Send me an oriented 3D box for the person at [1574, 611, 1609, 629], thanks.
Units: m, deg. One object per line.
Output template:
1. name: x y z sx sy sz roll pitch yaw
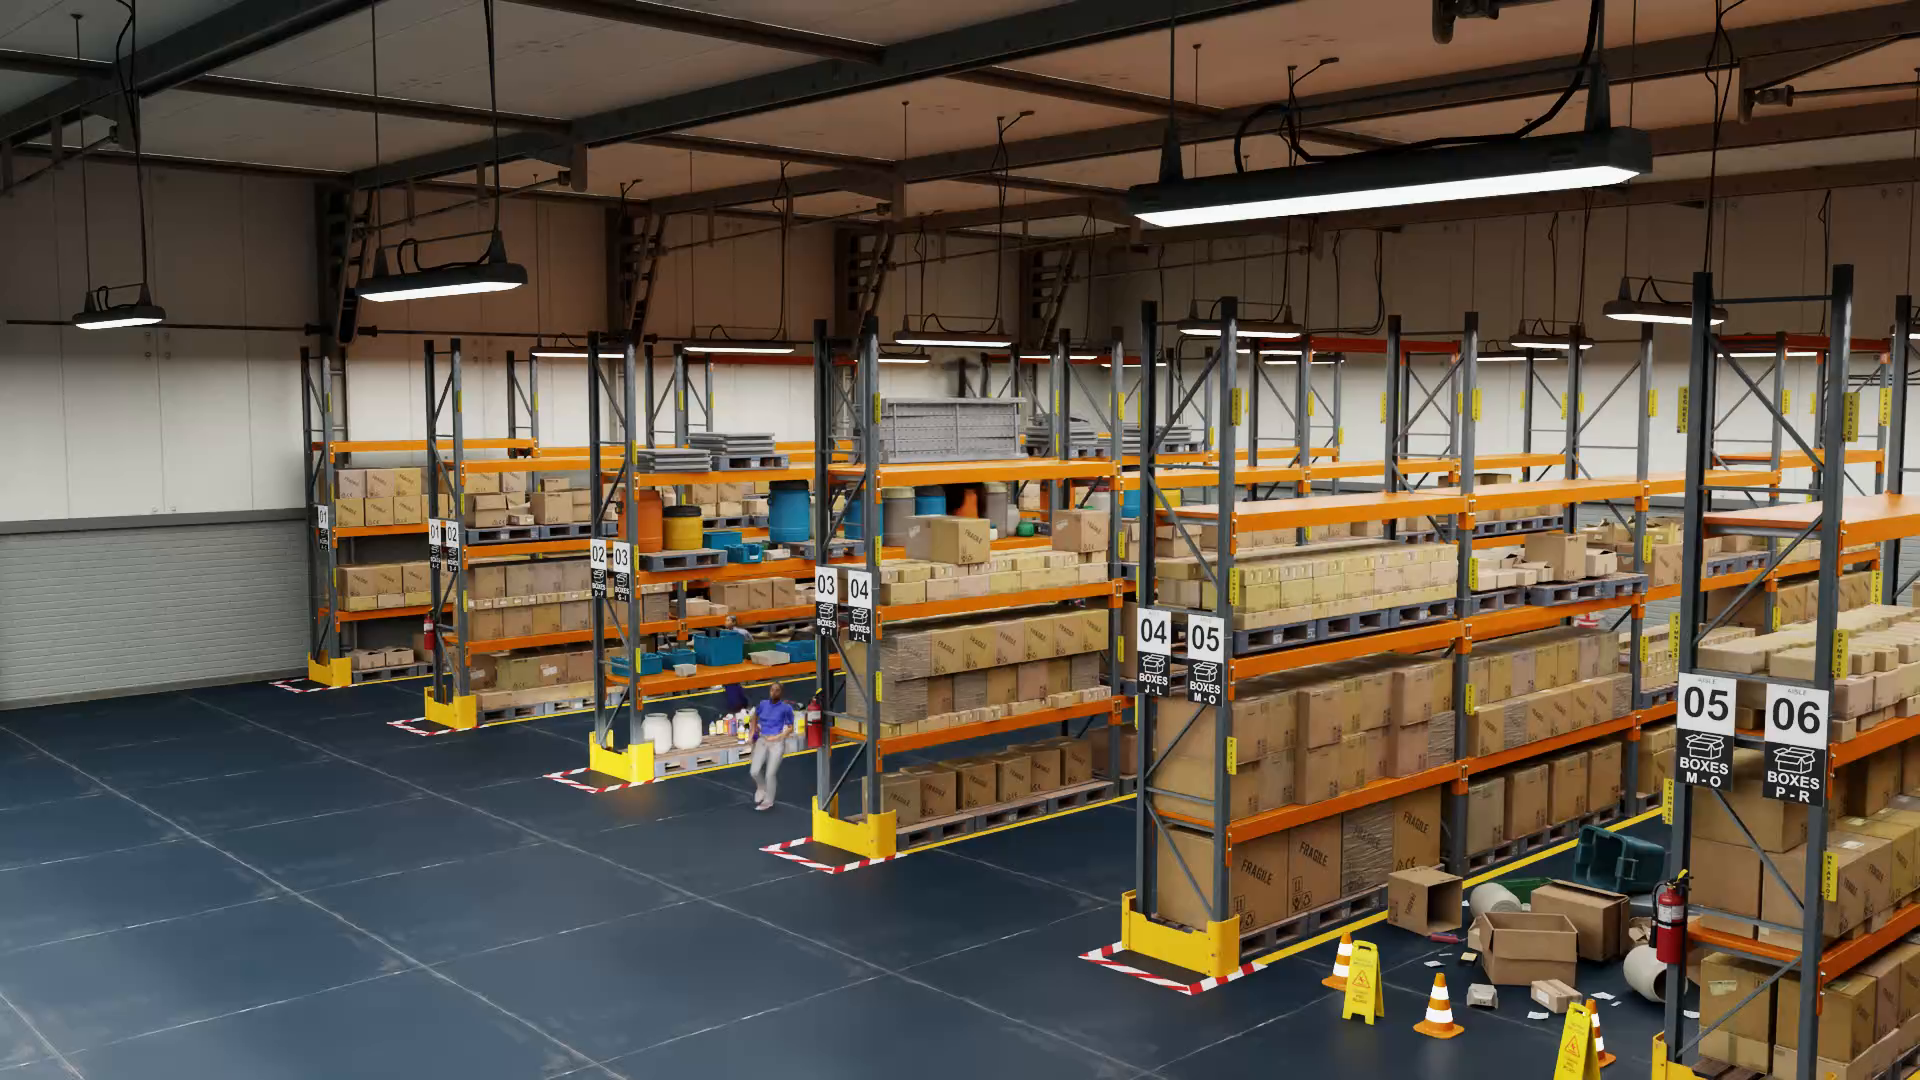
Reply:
1. person: 11.402 1.623 30.121 0.736 1.753 0.596 -3 6 -32

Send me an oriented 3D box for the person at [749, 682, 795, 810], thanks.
1. person: -2.351 2.562 20.622 0.610 1.605 0.541 1 5 12

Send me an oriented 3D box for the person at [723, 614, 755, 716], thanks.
1. person: -3.617 2.021 26.652 0.555 1.697 0.760 4 7 42
